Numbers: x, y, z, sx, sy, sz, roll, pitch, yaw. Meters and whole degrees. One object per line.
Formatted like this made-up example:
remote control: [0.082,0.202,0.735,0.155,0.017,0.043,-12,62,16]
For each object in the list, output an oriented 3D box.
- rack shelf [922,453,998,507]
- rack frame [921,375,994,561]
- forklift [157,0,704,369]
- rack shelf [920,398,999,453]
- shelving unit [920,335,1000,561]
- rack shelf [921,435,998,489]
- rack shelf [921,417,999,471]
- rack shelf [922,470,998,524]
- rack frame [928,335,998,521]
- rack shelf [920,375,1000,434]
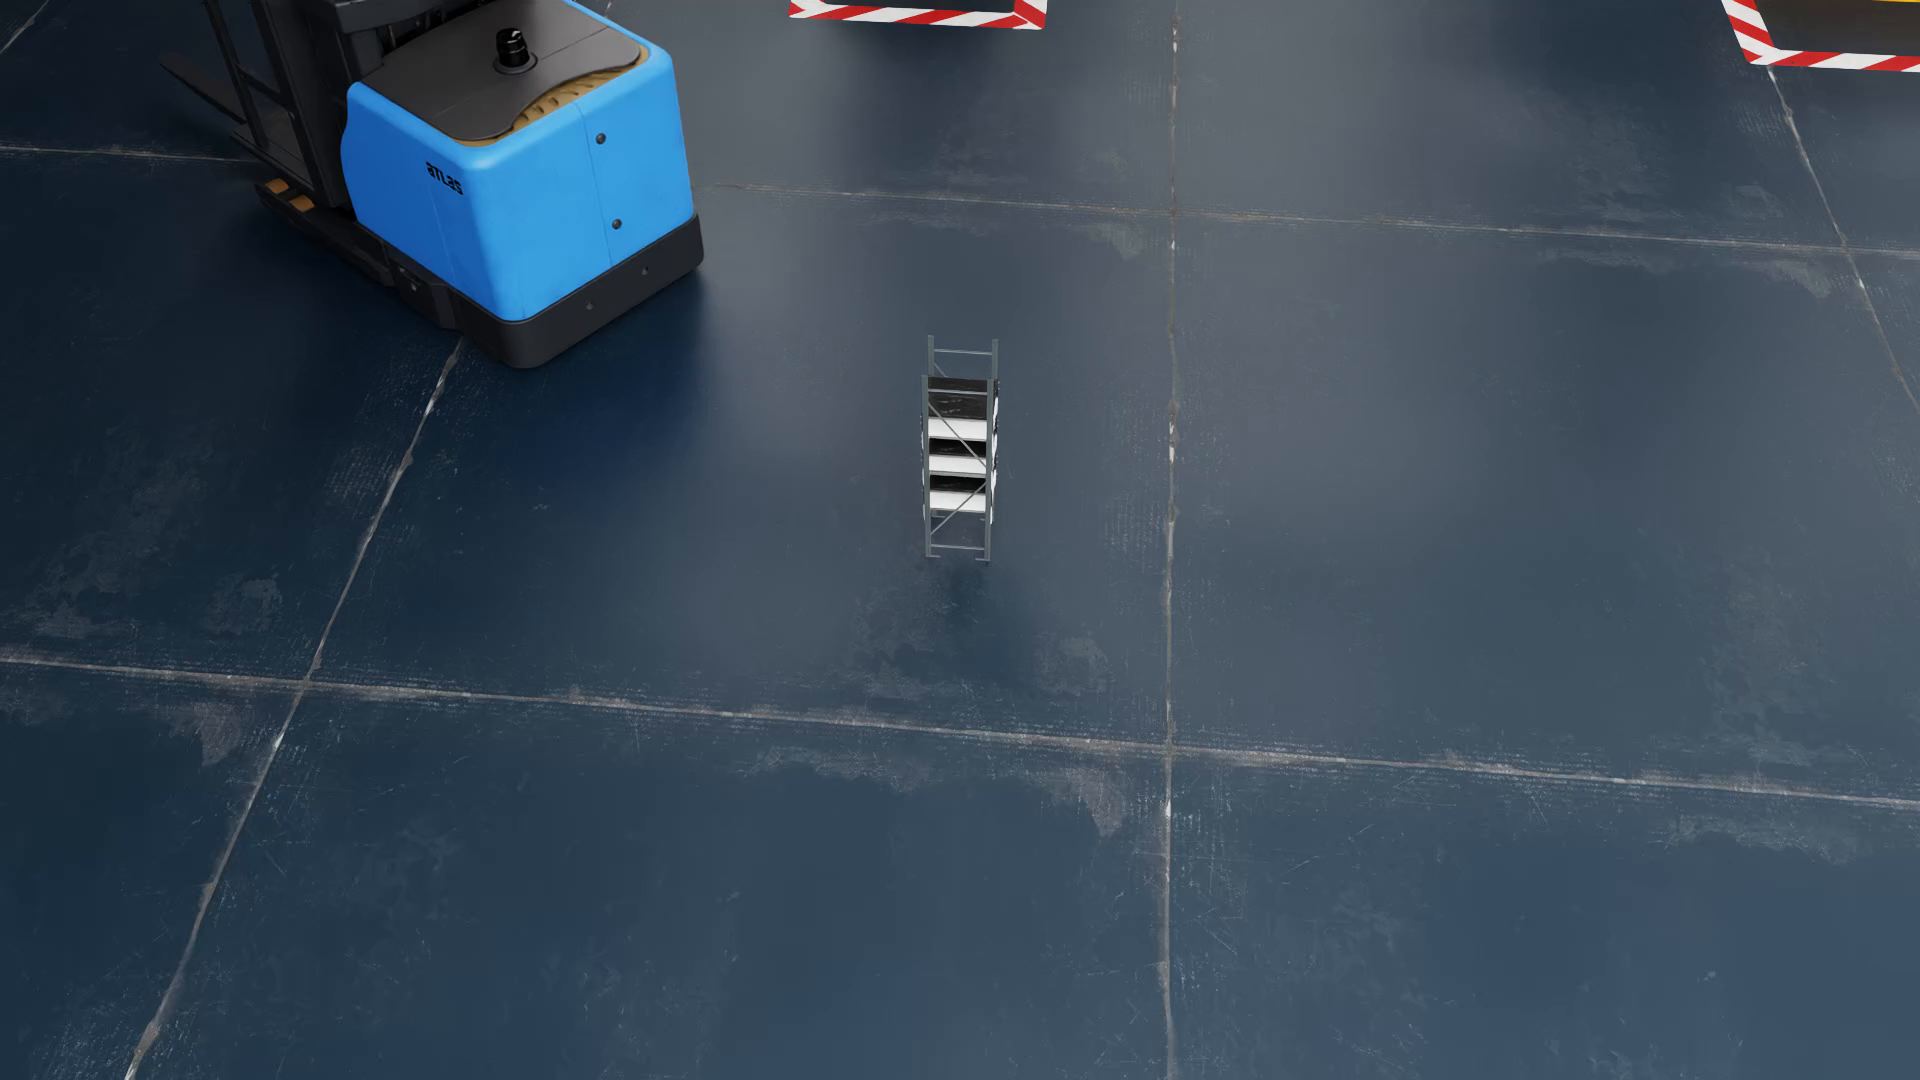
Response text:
rack shelf: [0.001,-0.226,6.014,0.258,0.077,0.200,4,48,4]
rack frame: [-0.009,-0.235,5.855,0.240,0.900,0.006,4,48,4]
forklift: [-2.560,-2.637,6.676,3.031,2.935,1.130,33,56,27]
rack shelf: [0.001,-0.409,5.815,0.258,0.077,0.200,4,48,4]
shelving unit: [0.001,-0.310,5.923,0.258,0.900,0.210,4,48,4]
rack shelf: [0.001,-0.287,5.948,0.258,0.077,0.200,4,48,4]
rack shelf: [0.001,-0.348,5.882,0.258,0.077,0.200,4,48,4]
rack shelf: [0.001,-0.166,6.081,0.258,0.077,0.200,4,48,4]
rack frame: [0.010,-0.384,5.992,0.240,0.900,0.006,4,48,4]
rack shelf: [0.001,-0.469,5.749,0.258,0.077,0.200,4,48,4]
